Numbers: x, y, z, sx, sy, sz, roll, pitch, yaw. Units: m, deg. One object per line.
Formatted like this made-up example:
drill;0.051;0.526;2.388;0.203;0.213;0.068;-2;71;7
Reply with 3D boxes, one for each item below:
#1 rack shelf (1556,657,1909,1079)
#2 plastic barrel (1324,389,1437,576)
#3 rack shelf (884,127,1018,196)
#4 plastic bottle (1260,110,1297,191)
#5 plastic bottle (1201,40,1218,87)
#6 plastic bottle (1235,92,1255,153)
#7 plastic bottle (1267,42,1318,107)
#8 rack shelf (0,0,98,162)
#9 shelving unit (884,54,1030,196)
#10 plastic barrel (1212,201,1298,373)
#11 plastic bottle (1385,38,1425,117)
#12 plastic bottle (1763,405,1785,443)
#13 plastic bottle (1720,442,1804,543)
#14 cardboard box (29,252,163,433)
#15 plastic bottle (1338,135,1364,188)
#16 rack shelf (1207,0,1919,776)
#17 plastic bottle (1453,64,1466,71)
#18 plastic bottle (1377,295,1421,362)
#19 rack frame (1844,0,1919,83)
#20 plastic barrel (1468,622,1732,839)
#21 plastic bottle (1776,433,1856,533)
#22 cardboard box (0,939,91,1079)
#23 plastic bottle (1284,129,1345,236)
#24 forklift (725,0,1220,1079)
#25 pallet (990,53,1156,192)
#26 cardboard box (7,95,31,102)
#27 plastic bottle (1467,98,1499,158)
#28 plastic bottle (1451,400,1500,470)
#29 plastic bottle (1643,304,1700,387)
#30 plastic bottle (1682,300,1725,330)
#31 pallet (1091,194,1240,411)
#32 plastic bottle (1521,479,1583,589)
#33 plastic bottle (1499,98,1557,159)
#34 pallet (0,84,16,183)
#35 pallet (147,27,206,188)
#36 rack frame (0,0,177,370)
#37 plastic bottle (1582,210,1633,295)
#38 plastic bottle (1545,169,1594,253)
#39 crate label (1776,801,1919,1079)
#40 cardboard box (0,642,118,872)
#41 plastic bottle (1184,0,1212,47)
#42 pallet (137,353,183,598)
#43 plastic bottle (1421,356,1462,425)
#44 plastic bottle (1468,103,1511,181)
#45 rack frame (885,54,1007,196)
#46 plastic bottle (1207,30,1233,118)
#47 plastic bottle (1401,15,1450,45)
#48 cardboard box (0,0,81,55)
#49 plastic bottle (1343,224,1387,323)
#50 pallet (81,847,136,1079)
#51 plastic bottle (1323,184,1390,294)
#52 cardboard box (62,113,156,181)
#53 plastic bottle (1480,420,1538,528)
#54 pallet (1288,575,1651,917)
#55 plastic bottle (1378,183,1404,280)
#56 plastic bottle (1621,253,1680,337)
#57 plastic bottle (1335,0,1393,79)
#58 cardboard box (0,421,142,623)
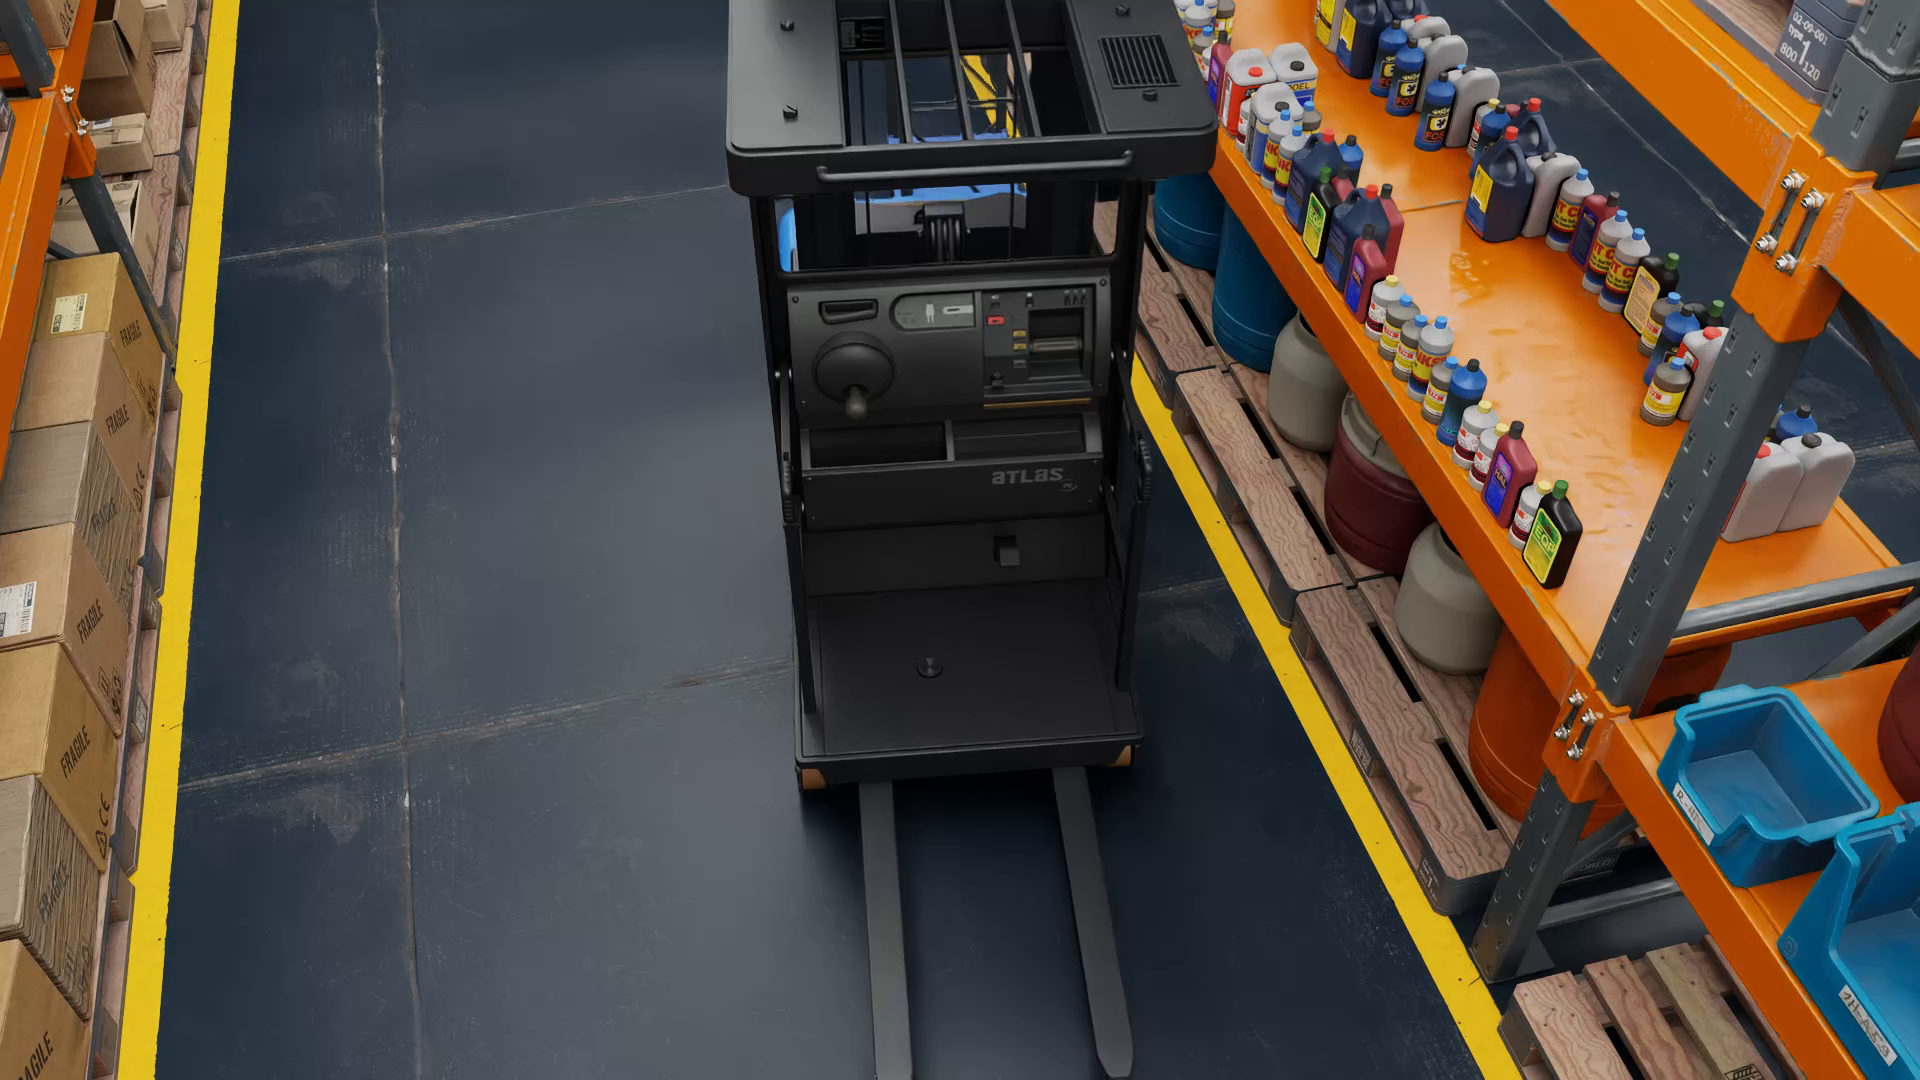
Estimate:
rack shelf;2.548;1.776;2.913;1.077;0.370;4.000;-11;47;-10
plastic barrel;1.605;-0.273;5.812;0.600;0.588;0.708;-11;47;-10
rack shelf;-0.010;-1.314;6.740;0.538;0.185;1.000;-4;46;-4
plastic bottle;1.062;-1.299;5.513;0.097;0.271;0.097;0;46;0
plastic bottle;0.909;-1.687;5.942;0.097;0.201;0.097;0;46;0
plastic bottle;1.002;-1.435;5.695;0.097;0.201;0.097;0;46;0
plastic bottle;1.146;-1.574;5.779;0.152;0.276;0.135;-11;47;-10
rack shelf;-4.289;-2.844;7.440;1.077;0.370;4.000;-11;47;-10
shelving unit;-0.010;-1.440;6.611;0.538;1.500;1.048;-4;46;-4
plastic barrel;1.316;-1.163;6.464;0.600;0.901;0.708;-11;47;-10
plastic bottle;1.567;-1.631;5.838;0.097;0.271;0.097;0;46;0
plastic bottle;2.210;-0.297;4.580;0.097;0.201;0.097;0;46;0
plastic bottle;2.091;-0.143;4.377;0.152;0.276;0.135;-11;47;-10
cardboard box;-3.374;-0.705;6.283;0.500;0.500;0.500;-11;47;-11
plastic bottle;1.251;-1.191;5.407;0.097;0.271;0.097;0;46;0
rack shelf;1.524;-0.985;5.619;1.077;0.370;4.000;-11;47;-10
plastic bottle;1.739;-1.567;5.824;0.097;0.201;0.097;0;46;0
plastic bottle;1.300;-0.634;4.910;0.097;0.201;0.097;0;46;0
rack frame;2.036;-1.956;1.866;1.000;3.000;0.127;-11;47;-10
plastic barrel;1.894;0.422;4.962;0.600;0.830;0.708;-11;47;-10
plastic bottle;2.238;-0.171;4.404;0.152;0.276;0.135;-11;47;-10
cardboard box;-2.594;1.401;4.219;0.500;0.500;0.500;-9;46;-9
plastic bottle;1.145;-1.167;5.327;0.144;0.351;0.185;-11;47;-10
forklift;-0.005;-0.469;4.657;1.130;2.935;3.031;-4;46;-4
pallet;0.786;-2.142;8.202;1.003;0.211;1.213;-11;47;-10
cardboard box;-4.389;-1.787;7.476;0.500;0.311;0.500;-11;47;-10
plastic bottle;1.798;-1.407;5.668;0.097;0.201;0.097;0;46;0
plastic bottle;1.424;-0.297;4.580;0.097;0.201;0.097;0;46;0
plastic bottle;2.057;-0.562;4.791;0.097;0.271;0.097;0;46;0
plastic bottle;2.129;-0.593;4.813;0.061;0.283;0.133;-11;47;-10
pallet;1.169;-1.101;7.182;1.003;0.211;1.213;-11;47;-10
plastic bottle;1.520;-0.017;4.248;0.061;0.283;0.133;-11;47;-10
plastic bottle;1.846;-1.265;5.424;0.144;0.351;0.185;-11;47;-10
pallet;-3.678;-1.076;5.339;1.003;0.211;1.213;-11;47;-10
pallet;-4.268;-2.057;8.118;1.003;0.211;1.213;-11;47;-10
rack frame;-3.777;-1.715;5.830;1.000;3.000;0.127;-11;47;-10
plastic bottle;1.998;-0.892;5.114;0.097;0.271;0.097;0;46;0
plastic bottle;1.939;-1.051;5.270;0.097;0.271;0.097;0;46;0
crate label;2.029;0.867;3.276;0.502;0.435;0.616;-11;47;-10
cardboard box;-2.857;0.694;4.912;0.500;0.500;0.500;-11;47;-11
plastic bottle;0.859;-1.846;6.049;0.097;0.271;0.097;0;46;0
pallet;-3.533;-0.184;6.283;1.003;0.211;1.213;-11;47;-10
plastic bottle;1.374;-0.432;4.712;0.097;0.201;0.097;0;46;0
plastic bottle;1.773;-1.328;5.541;0.097;0.271;0.097;0;46;0
rack frame;-0.056;-1.802;6.966;0.500;1.500;0.032;-4;46;-4
plastic bottle;0.921;-1.633;5.831;0.061;0.283;0.133;-11;47;-10
plastic bottle;1.648;-1.761;5.962;0.152;0.276;0.135;-11;47;-10
cardboard box;-3.644;-2.151;6.188;0.500;0.500;0.500;-10;46;-9
plastic bottle;1.227;-0.806;5.021;0.061;0.283;0.133;-11;47;-10
pallet;-2.908;1.501;4.632;1.003;0.211;1.213;-11;47;-10
plastic bottle;1.227;-0.947;5.112;0.144;0.351;0.185;-11;47;-10
cardboard box;-3.907;-1.802;7.591;0.380;0.166;0.250;-11;47;-10
plastic bottle;1.461;-0.176;4.404;0.061;0.283;0.133;-11;47;-10
pallet;1.794;0.583;5.531;1.003;0.211;1.213;-11;47;-10
plastic bottle;1.319;-0.960;5.172;0.061;0.283;0.133;-11;47;-10
plastic bottle;2.070;-0.753;4.969;0.061;0.283;0.133;-11;47;-10
plastic bottle;1.472;-1.872;6.019;0.144;0.351;0.185;-11;47;-10
cardboard box;-3.128;-0.016;5.608;0.500;0.500;0.500;-10;46;-10
